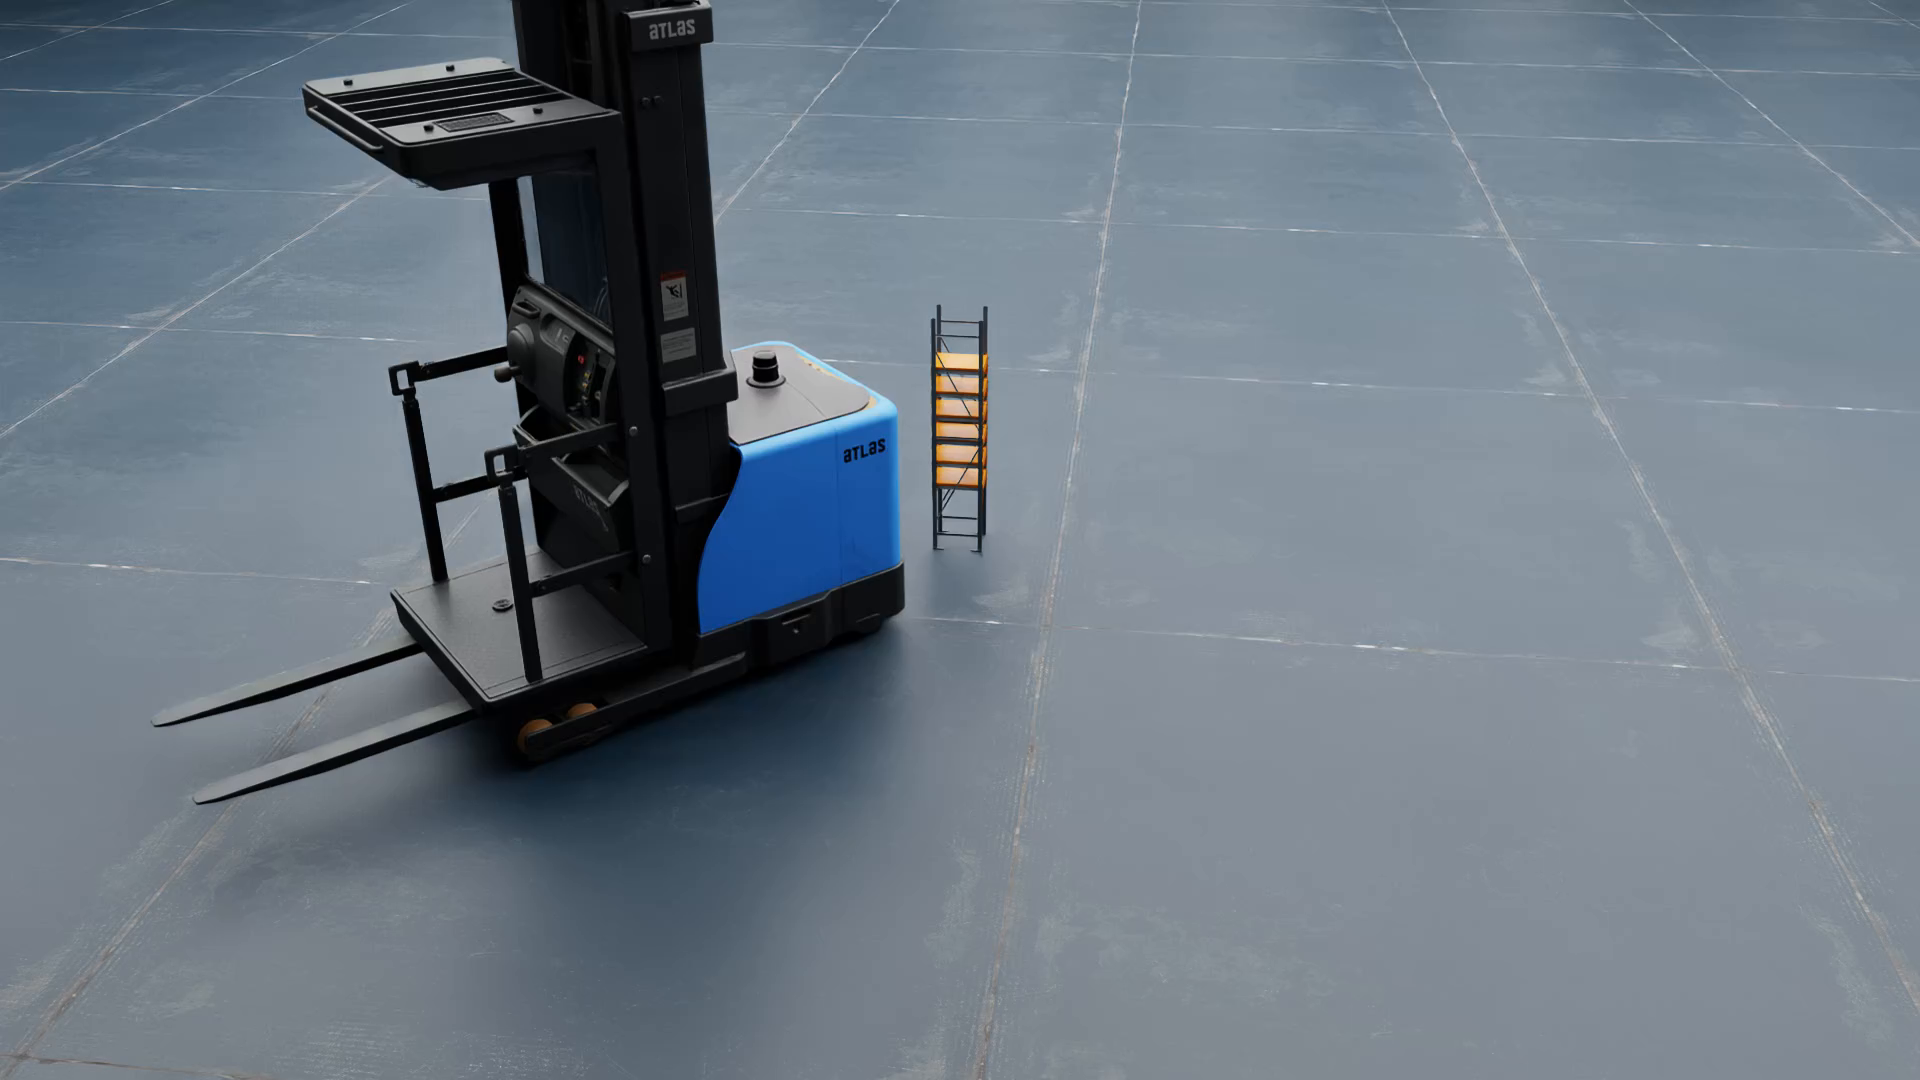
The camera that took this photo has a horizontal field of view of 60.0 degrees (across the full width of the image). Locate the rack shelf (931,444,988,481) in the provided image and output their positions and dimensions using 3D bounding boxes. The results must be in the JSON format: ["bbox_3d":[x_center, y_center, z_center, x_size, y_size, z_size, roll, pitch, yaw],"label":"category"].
[{"bbox_3d":[-0.002,-0.377,8.031,0.258,0.103,0.180,3,28,6],"label":"rack shelf"}]

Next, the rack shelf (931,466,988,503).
[{"bbox_3d":[-0.002,-0.271,8.088,0.258,0.103,0.180,3,28,6],"label":"rack shelf"}]

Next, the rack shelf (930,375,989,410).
[{"bbox_3d":[-0.002,-0.694,7.860,0.258,0.103,0.180,3,28,6],"label":"rack shelf"}]

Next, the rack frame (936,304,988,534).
[{"bbox_3d":[0.009,-0.564,8.033,0.240,1.200,0.006,3,28,6],"label":"rack frame"}]

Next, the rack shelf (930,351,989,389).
[{"bbox_3d":[-0.002,-0.799,7.803,0.258,0.103,0.180,3,28,6],"label":"rack shelf"}]

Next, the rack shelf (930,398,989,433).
[{"bbox_3d":[-0.002,-0.588,7.917,0.258,0.103,0.180,3,28,6],"label":"rack shelf"}]

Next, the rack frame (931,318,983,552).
[{"bbox_3d":[-0.013,-0.478,7.873,0.240,1.200,0.006,3,28,6],"label":"rack frame"}]

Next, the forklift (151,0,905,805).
[{"bbox_3d":[-1.739,-0.693,6.446,3.031,2.935,1.130,-19,34,-31],"label":"forklift"}]

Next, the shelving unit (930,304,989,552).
[{"bbox_3d":[-0.002,-0.521,7.953,0.258,1.200,0.189,3,28,6],"label":"shelving unit"}]

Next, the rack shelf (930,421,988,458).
[{"bbox_3d":[-0.002,-0.482,7.974,0.258,0.103,0.180,3,28,6],"label":"rack shelf"}]
